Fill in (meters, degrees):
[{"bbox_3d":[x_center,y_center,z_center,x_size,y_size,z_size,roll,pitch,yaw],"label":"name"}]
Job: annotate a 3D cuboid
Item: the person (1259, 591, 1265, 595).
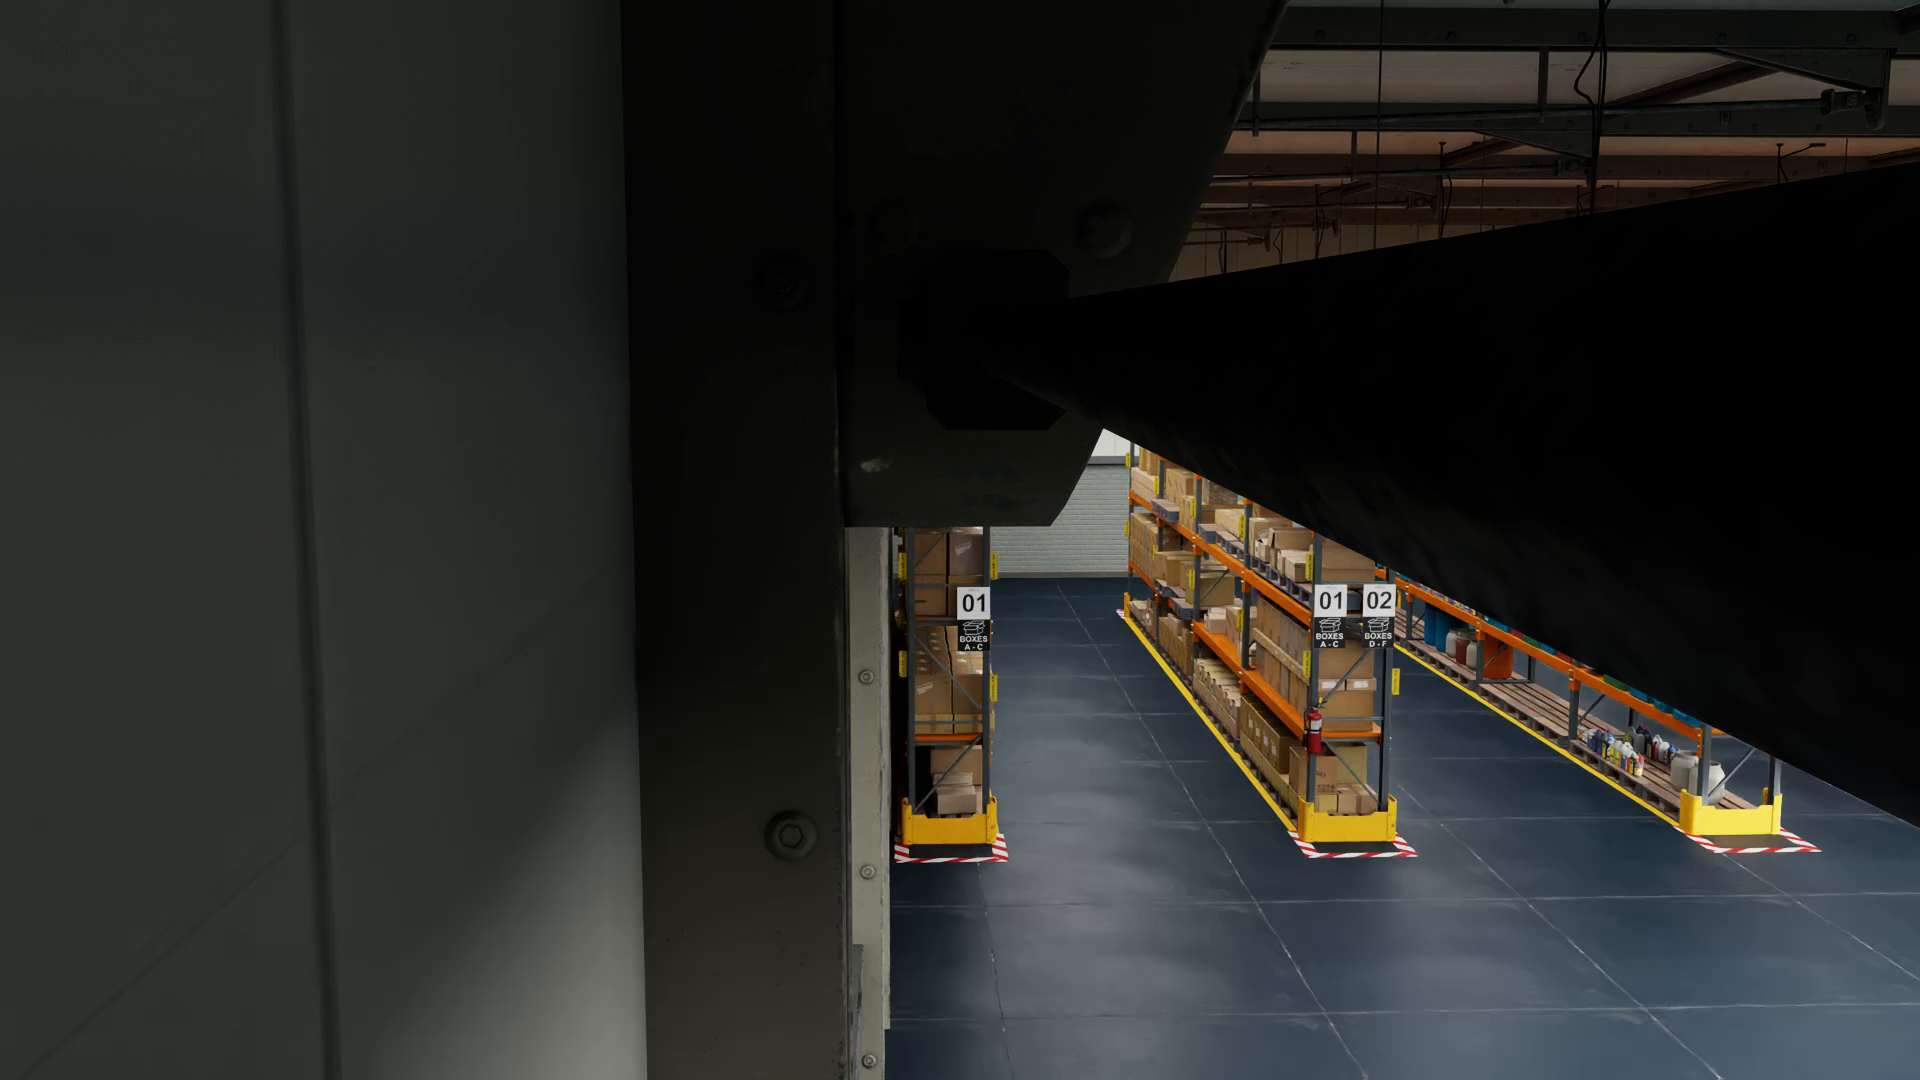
[{"bbox_3d":[6.113,1.315,32.398,0.607,1.766,0.512,3,8,21],"label":"person"}]
